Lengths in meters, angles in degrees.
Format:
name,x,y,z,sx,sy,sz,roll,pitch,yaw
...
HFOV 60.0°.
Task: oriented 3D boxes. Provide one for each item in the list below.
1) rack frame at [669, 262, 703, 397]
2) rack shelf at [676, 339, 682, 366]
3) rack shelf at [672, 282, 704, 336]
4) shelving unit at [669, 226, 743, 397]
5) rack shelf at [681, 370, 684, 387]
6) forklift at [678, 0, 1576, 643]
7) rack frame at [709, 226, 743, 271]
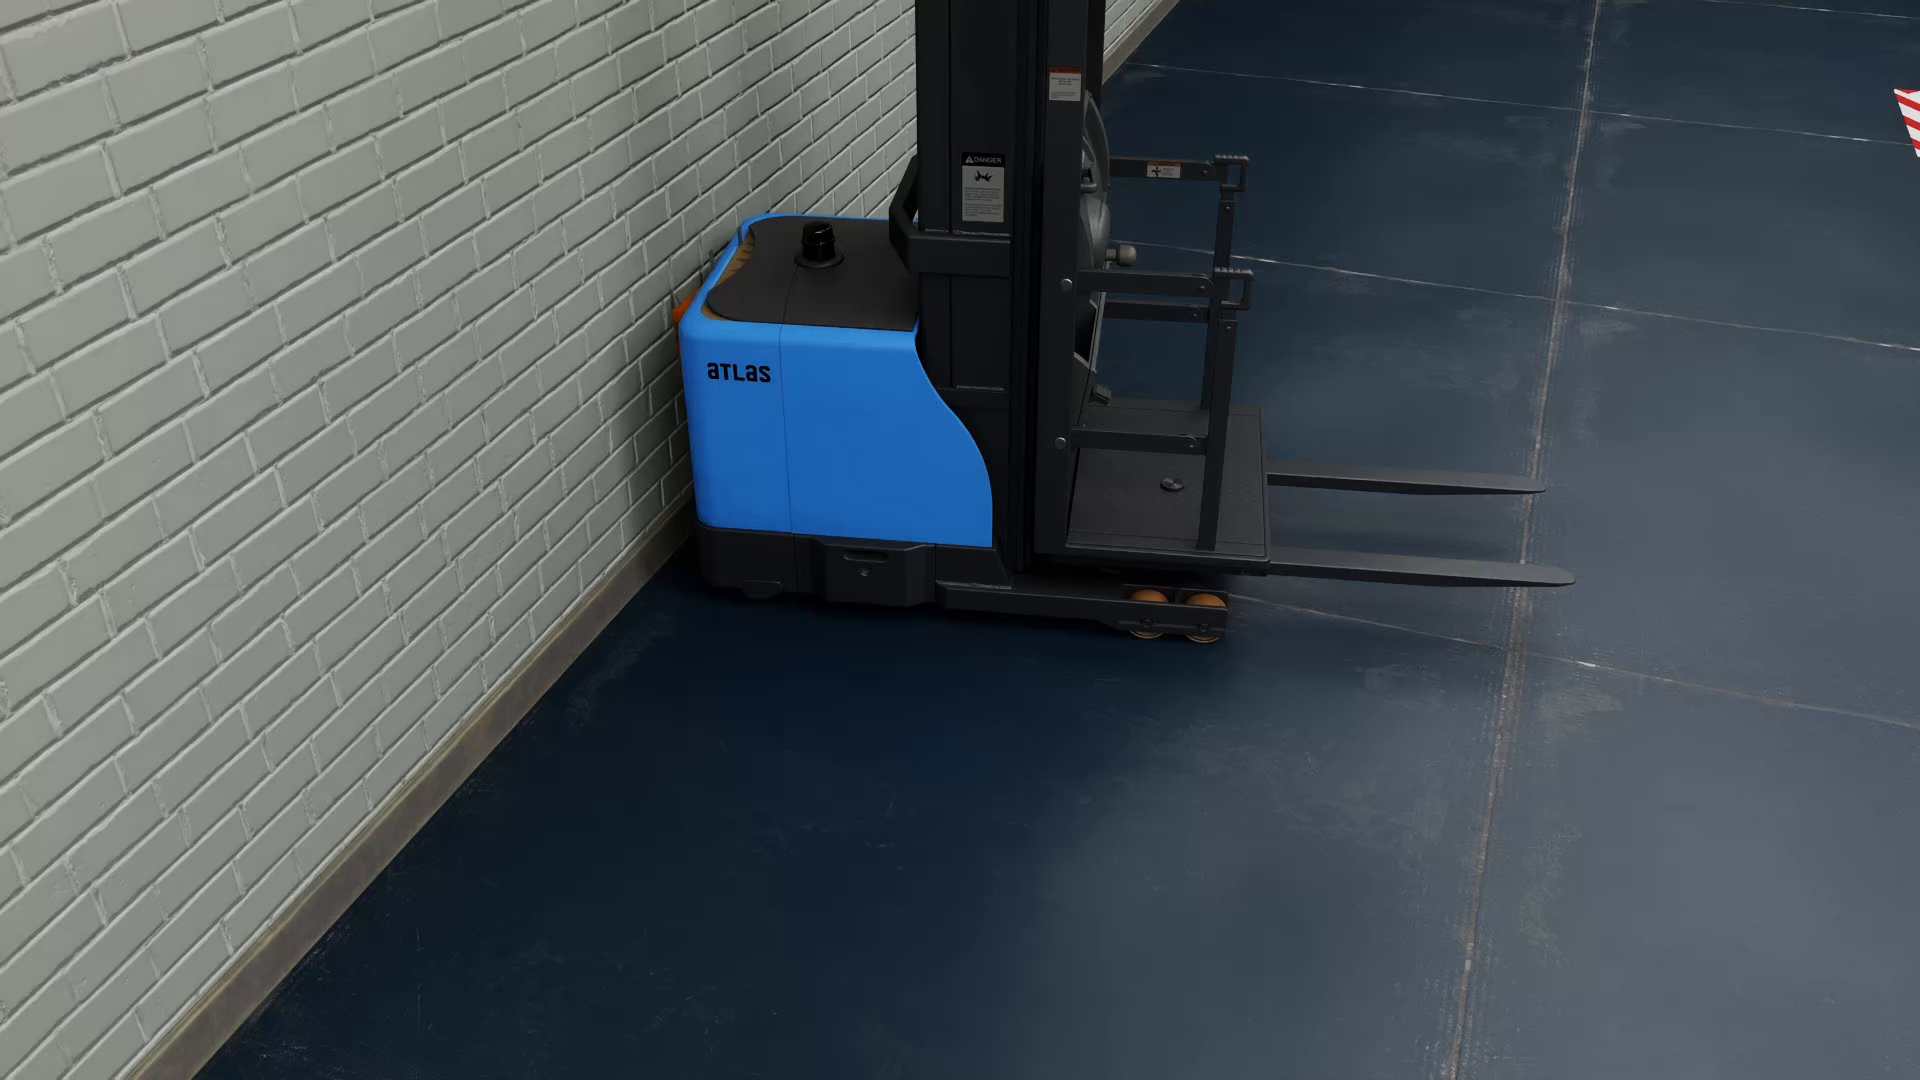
name,x,y,z,sx,sy,sz,roll,pitch,yaw
rack frame,-0.960,-0.569,6.158,0.006,1.200,0.240,9,34,18
rack shelf,-0.883,-0.720,6.025,0.180,0.103,0.258,9,34,18
rack shelf,-0.889,-0.821,5.960,0.180,0.103,0.258,9,34,18
shelving unit,-0.874,-0.556,6.130,0.189,1.200,0.258,9,34,18
rack shelf,-0.877,-0.619,6.089,0.180,0.103,0.258,9,34,18
forklift,0.623,-1.187,5.386,3.031,2.935,1.130,4,33,6
rack frame,-0.787,-0.543,6.102,0.006,1.200,0.240,9,34,18
